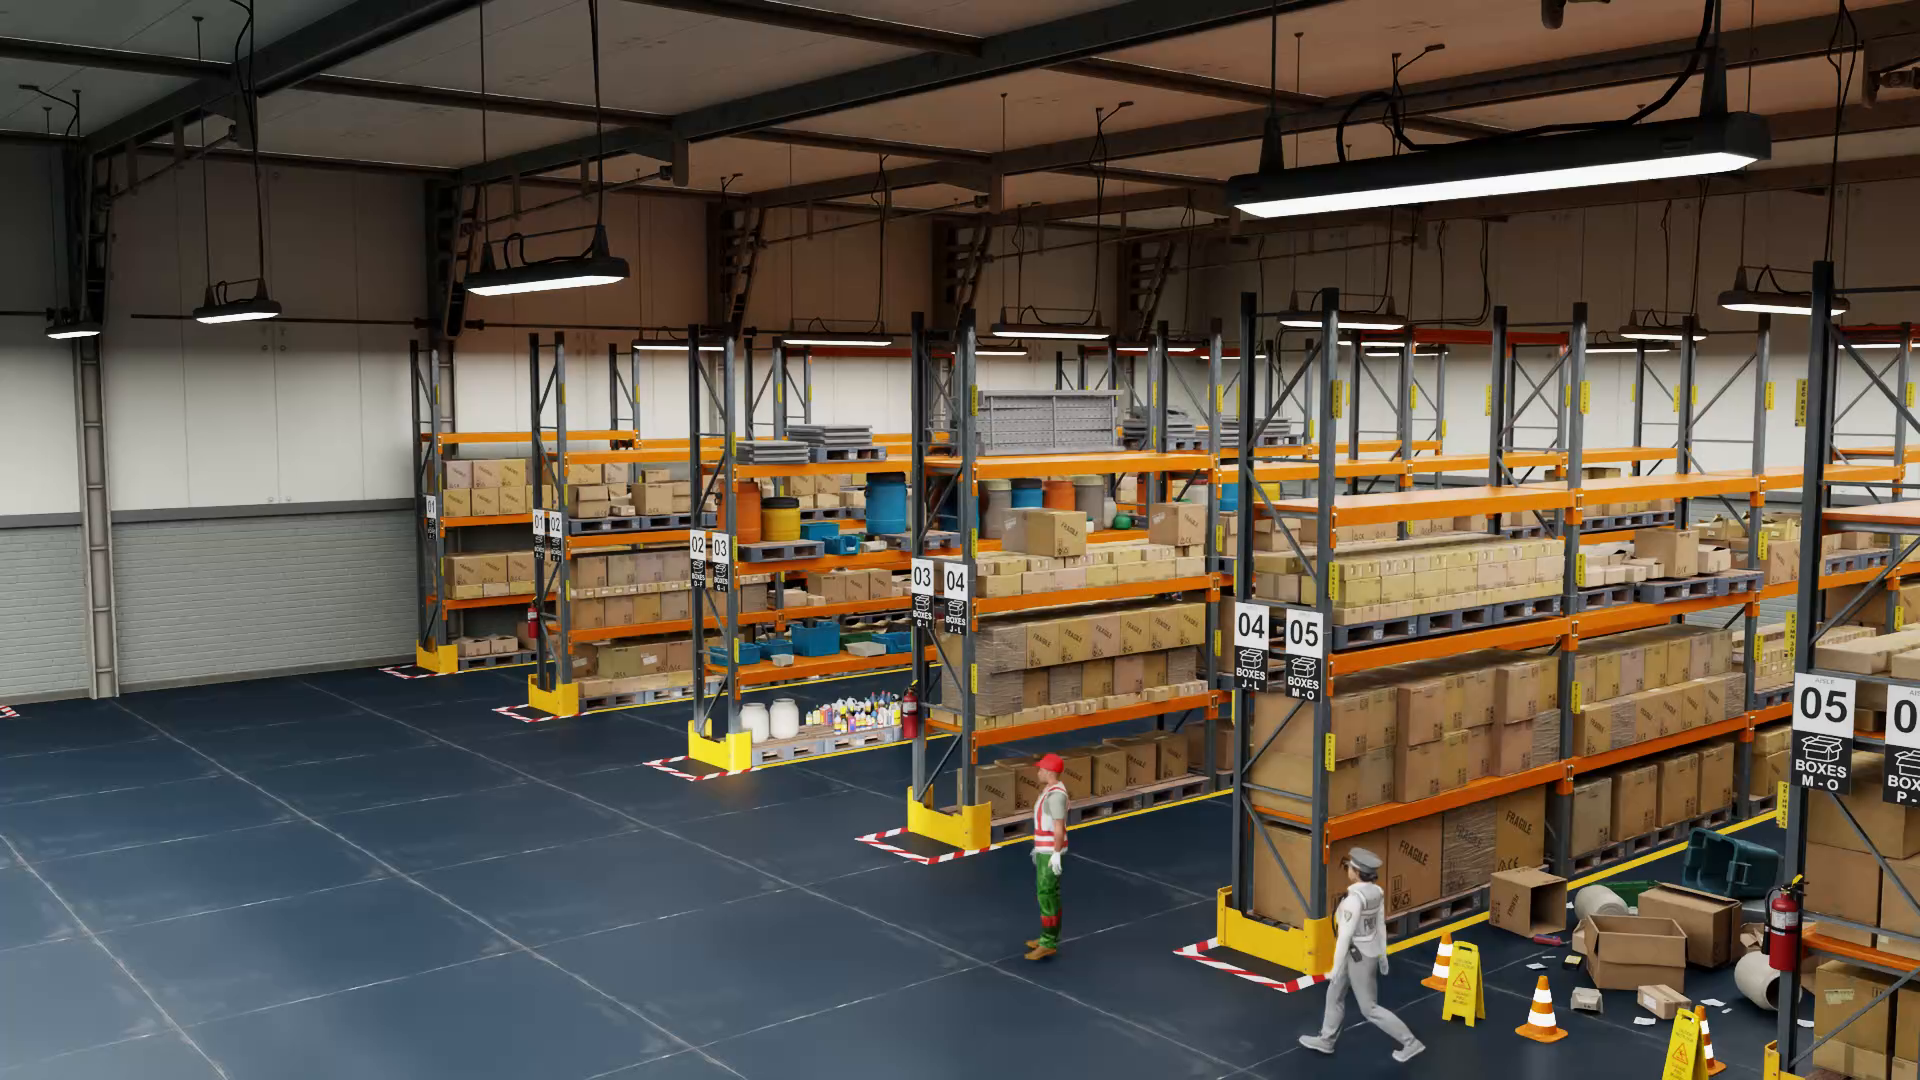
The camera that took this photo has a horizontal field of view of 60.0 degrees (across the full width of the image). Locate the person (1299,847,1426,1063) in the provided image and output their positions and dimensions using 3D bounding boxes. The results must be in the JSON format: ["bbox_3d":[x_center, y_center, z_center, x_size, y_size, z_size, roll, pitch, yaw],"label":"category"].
[{"bbox_3d":[3.061,3.165,12.651,0.953,1.648,0.453,2,6,17],"label":"person"}]

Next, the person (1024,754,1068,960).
[{"bbox_3d":[0.783,2.870,15.215,0.403,1.814,0.624,0,5,0],"label":"person"}]

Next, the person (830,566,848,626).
[{"bbox_3d":[-2.402,1.193,33.586,0.559,1.800,0.424,-4,7,-38],"label":"person"}]
